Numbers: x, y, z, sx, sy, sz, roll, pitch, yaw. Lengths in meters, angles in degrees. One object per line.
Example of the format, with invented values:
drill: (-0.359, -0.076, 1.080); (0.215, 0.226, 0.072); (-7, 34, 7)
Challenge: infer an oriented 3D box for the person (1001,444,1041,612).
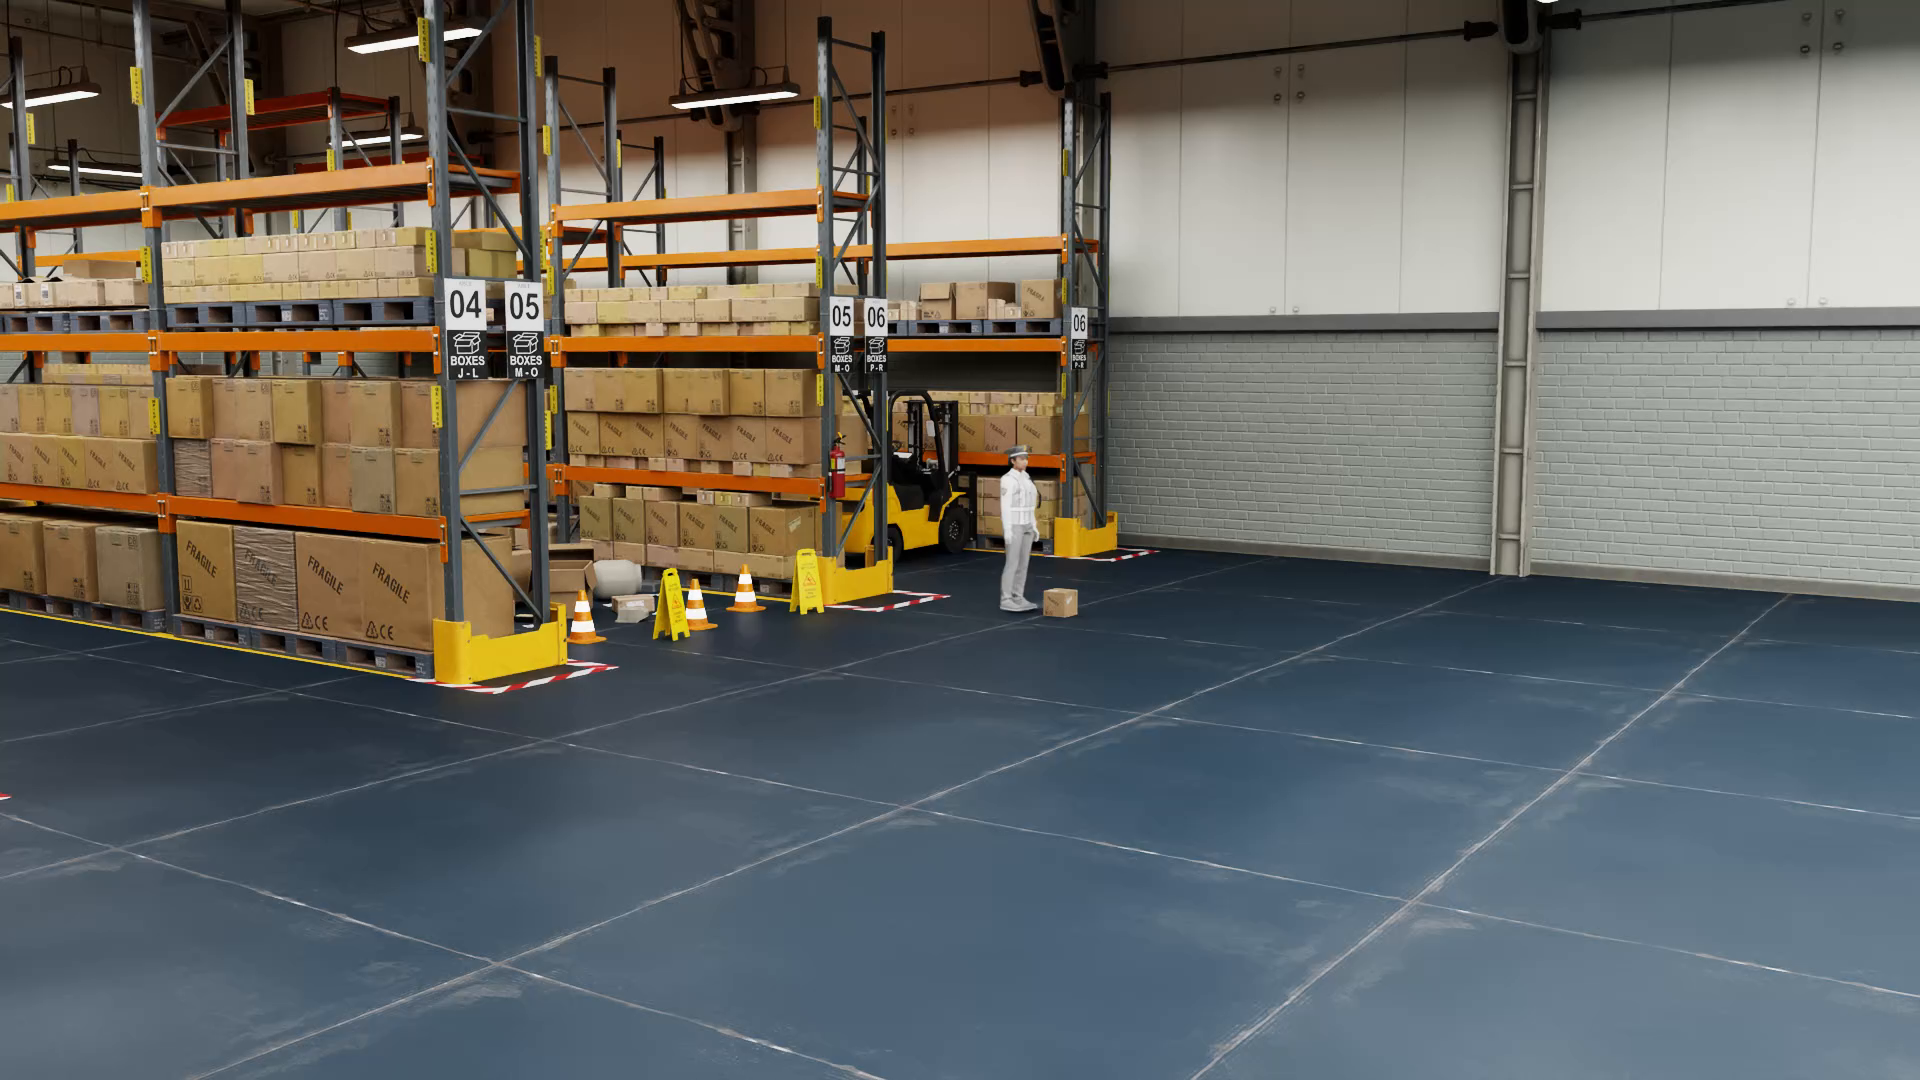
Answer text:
person: (0.606, -0.129, 16.886); (0.334, 1.686, 0.486); (4, 8, 34)
